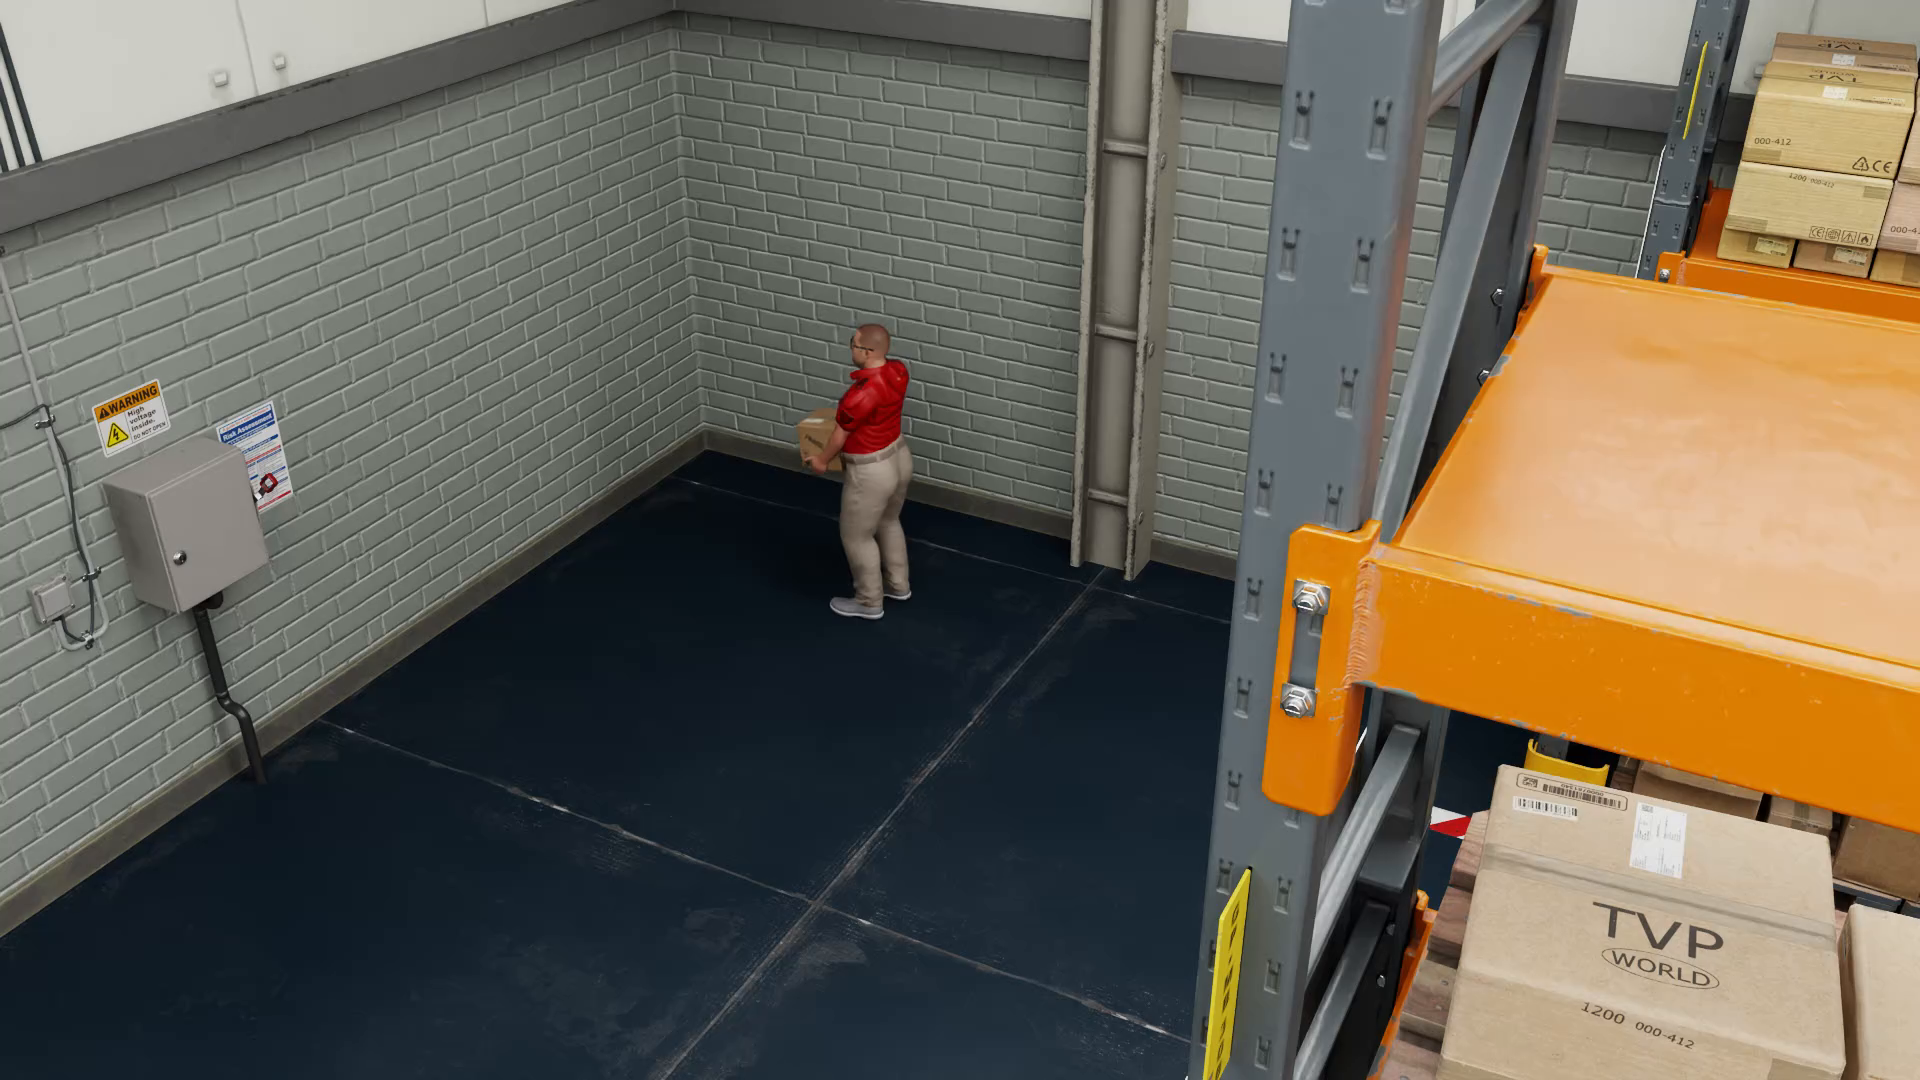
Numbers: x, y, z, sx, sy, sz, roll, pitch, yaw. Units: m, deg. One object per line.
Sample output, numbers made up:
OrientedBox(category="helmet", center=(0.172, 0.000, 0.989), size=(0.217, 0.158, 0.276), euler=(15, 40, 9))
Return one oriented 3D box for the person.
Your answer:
OrientedBox(category="person", center=(-0.549, -0.383, 8.986), size=(0.543, 1.725, 0.490), euler=(14, 33, 23))
